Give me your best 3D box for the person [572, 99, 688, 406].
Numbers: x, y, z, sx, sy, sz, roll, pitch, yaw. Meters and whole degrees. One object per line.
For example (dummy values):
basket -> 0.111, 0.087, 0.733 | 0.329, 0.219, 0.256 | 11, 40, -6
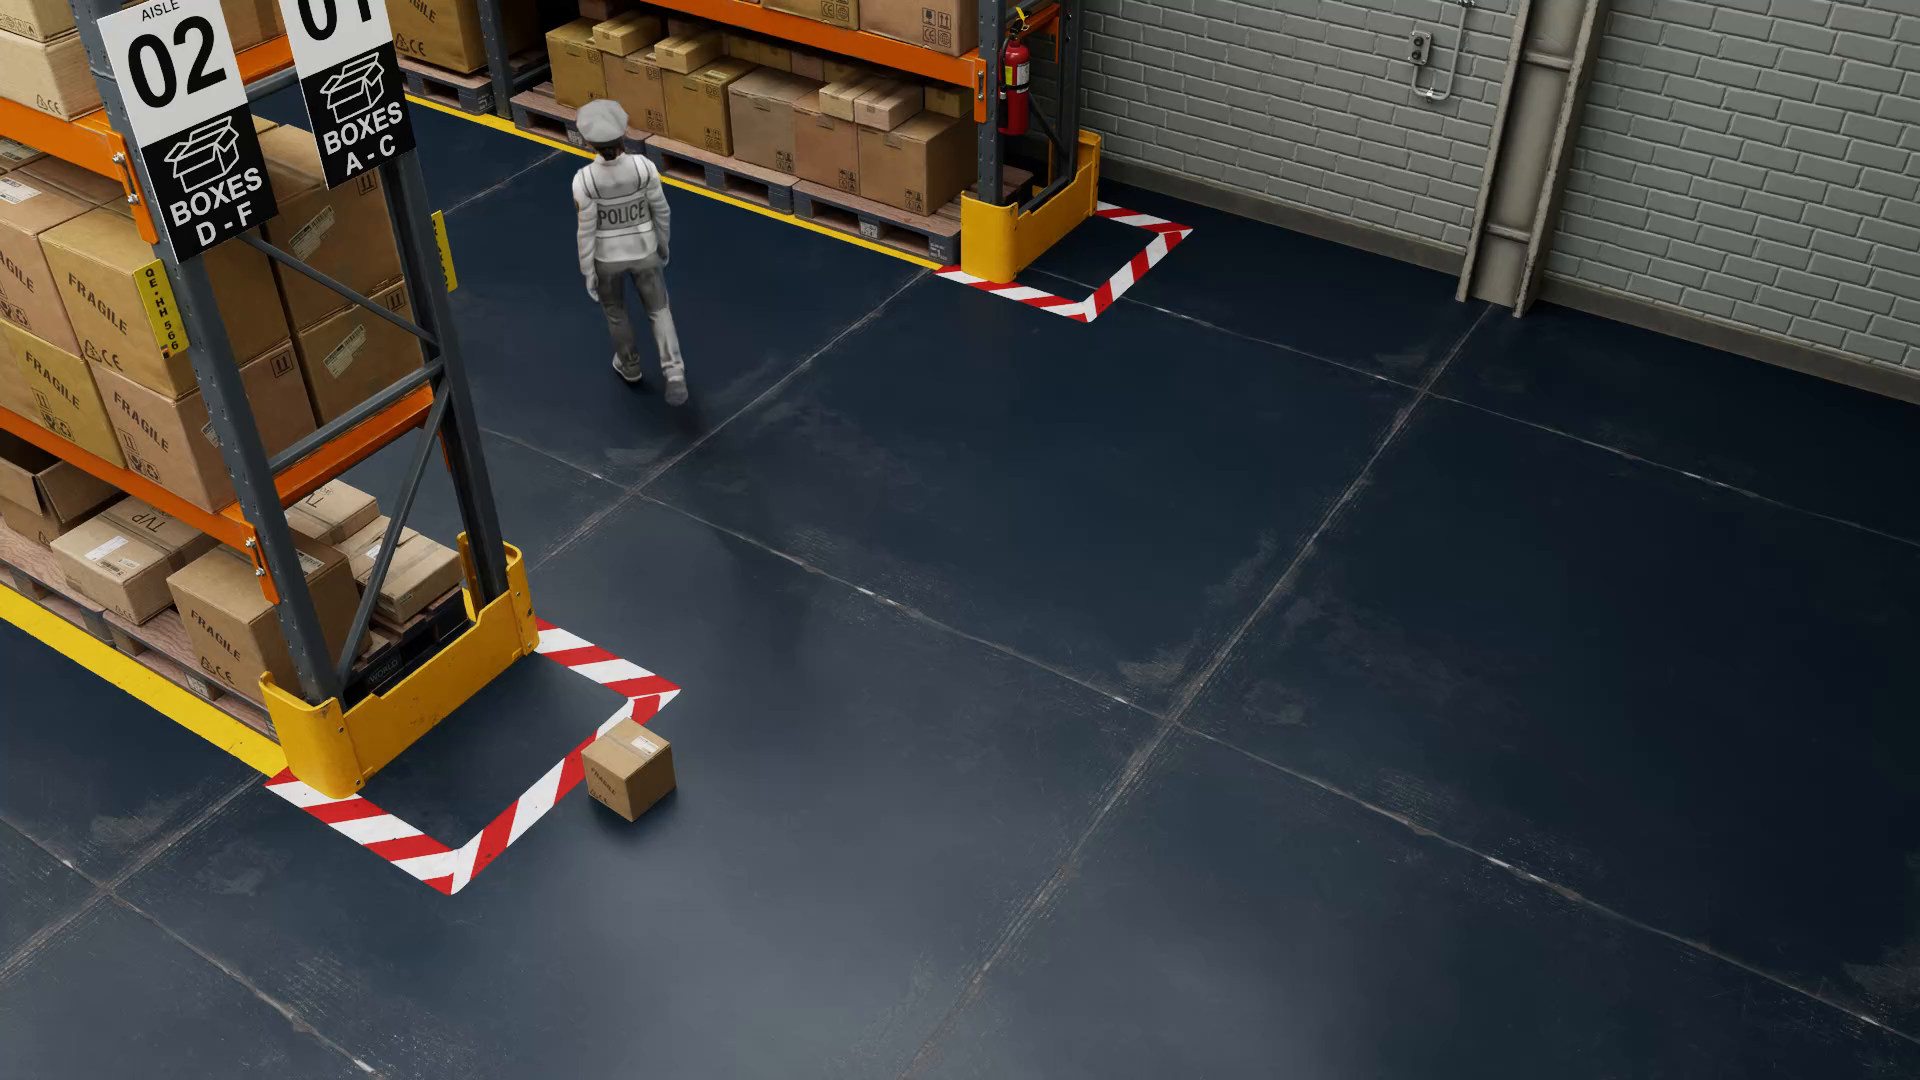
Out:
person -> -1.689, -1.444, 8.446 | 0.497, 1.658, 0.790 | -14, 41, -16
